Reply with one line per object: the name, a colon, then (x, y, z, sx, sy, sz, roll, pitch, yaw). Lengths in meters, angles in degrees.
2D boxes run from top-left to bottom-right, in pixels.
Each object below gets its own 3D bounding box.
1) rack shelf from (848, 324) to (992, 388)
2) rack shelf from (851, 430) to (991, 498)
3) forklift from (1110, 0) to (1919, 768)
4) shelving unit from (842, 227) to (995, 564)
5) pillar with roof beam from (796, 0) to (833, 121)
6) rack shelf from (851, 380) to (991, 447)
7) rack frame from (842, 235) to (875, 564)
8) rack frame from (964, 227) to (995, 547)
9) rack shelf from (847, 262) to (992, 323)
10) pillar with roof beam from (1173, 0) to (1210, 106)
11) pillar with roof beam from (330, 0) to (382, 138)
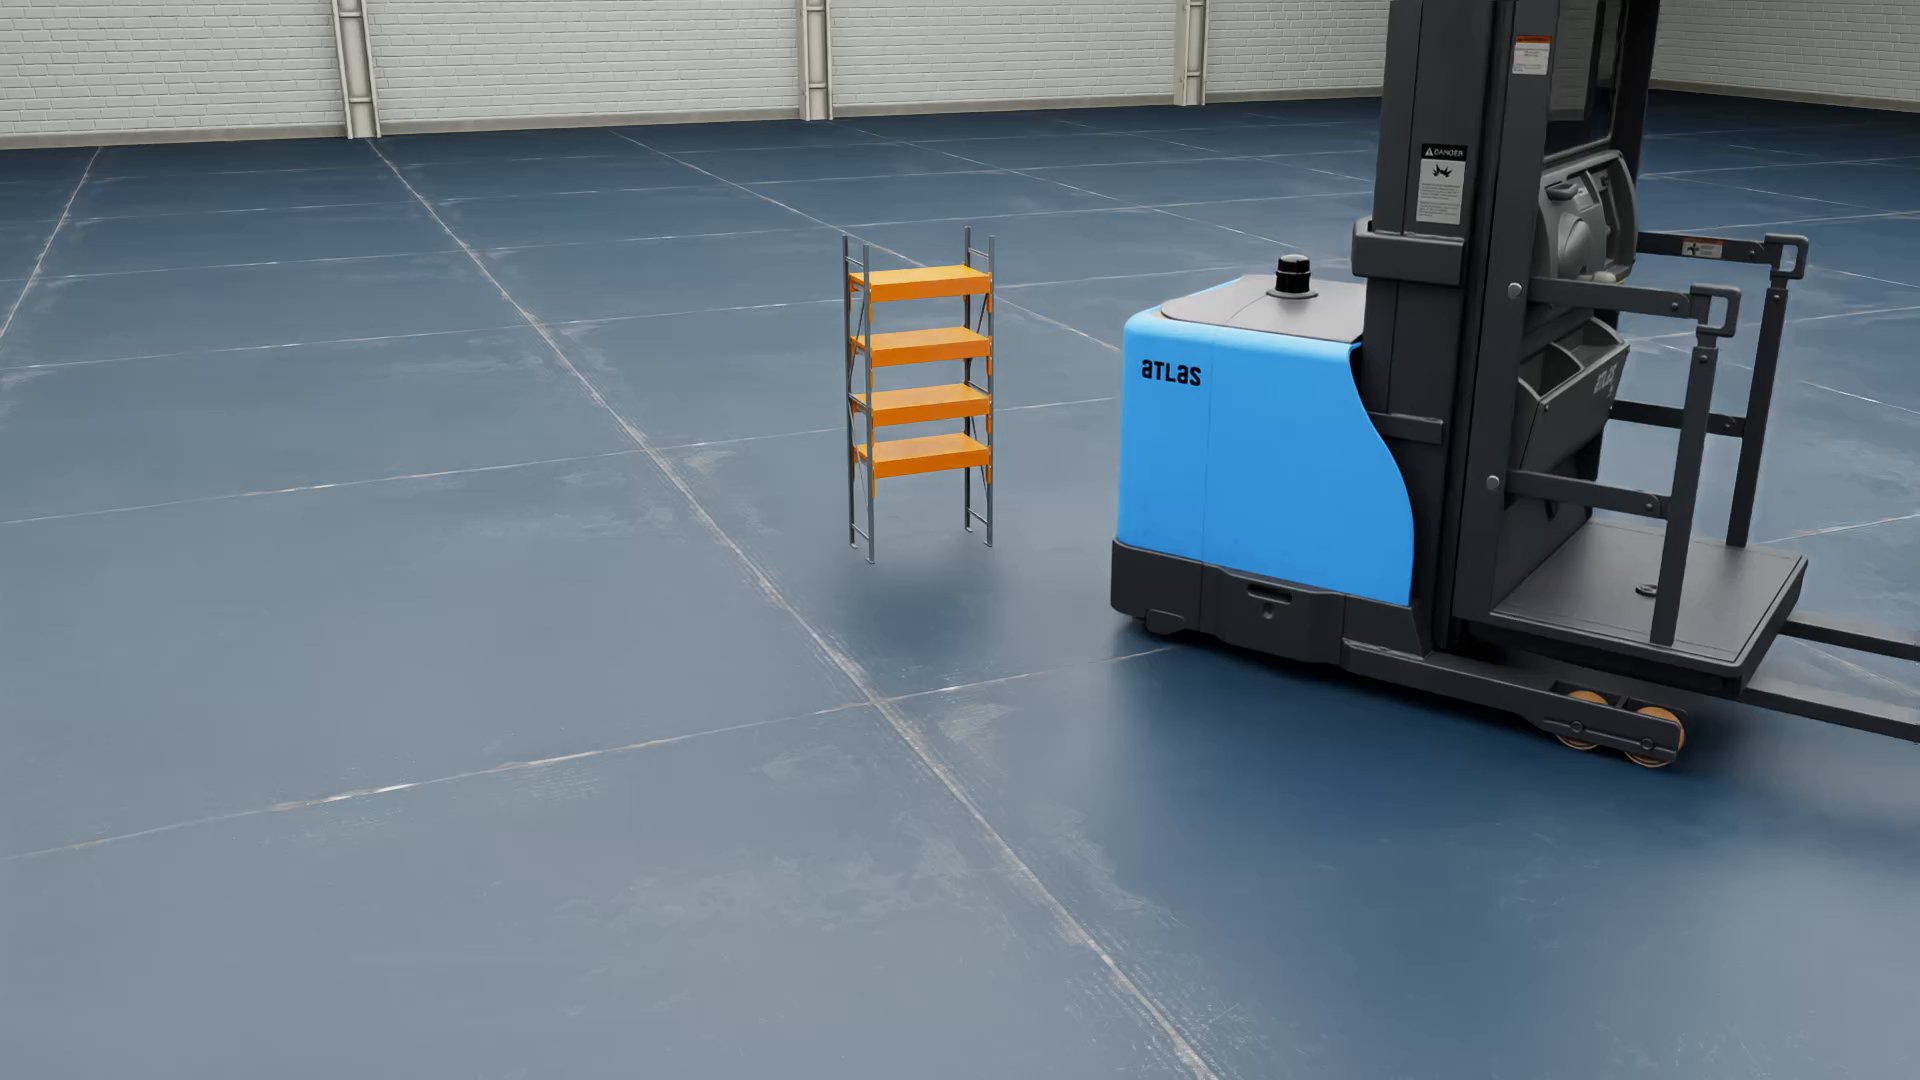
rack shelf: (-0.152, -0.692, 6.209, 0.480, 0.148, 0.258, -8, 21, -22)
rack shelf: (-0.152, -0.293, 6.349, 0.480, 0.148, 0.258, -8, 21, -22)
forklift: (2.014, -0.940, 4.780, 3.031, 2.935, 1.130, 13, 23, 33)
shelving unit: (-0.152, -0.544, 6.261, 0.503, 1.200, 0.258, -8, 21, -22)
pillar with roof beam: (-0.303, -8.808, 17.989, 0.400, 9.000, 9.100, -8, 21, -22)
rack shelf: (-0.152, -0.481, 6.283, 0.480, 0.148, 0.258, -8, 21, -22)
rack frame: (-0.376, -0.512, 6.170, 0.015, 1.200, 0.240, -8, 21, -22)
rack frame: (0.072, -0.576, 6.352, 0.015, 1.200, 0.240, -8, 21, -22)
rack shelf: (-0.152, -0.915, 6.130, 0.480, 0.148, 0.258, -8, 21, -22)
pillar with roof beam: (5.207, -9.598, 20.231, 0.400, 9.000, 9.100, -8, 21, -22)
pillar with roof beam: (-5.812, -8.019, 15.747, 0.400, 9.000, 9.100, -8, 21, -22)
